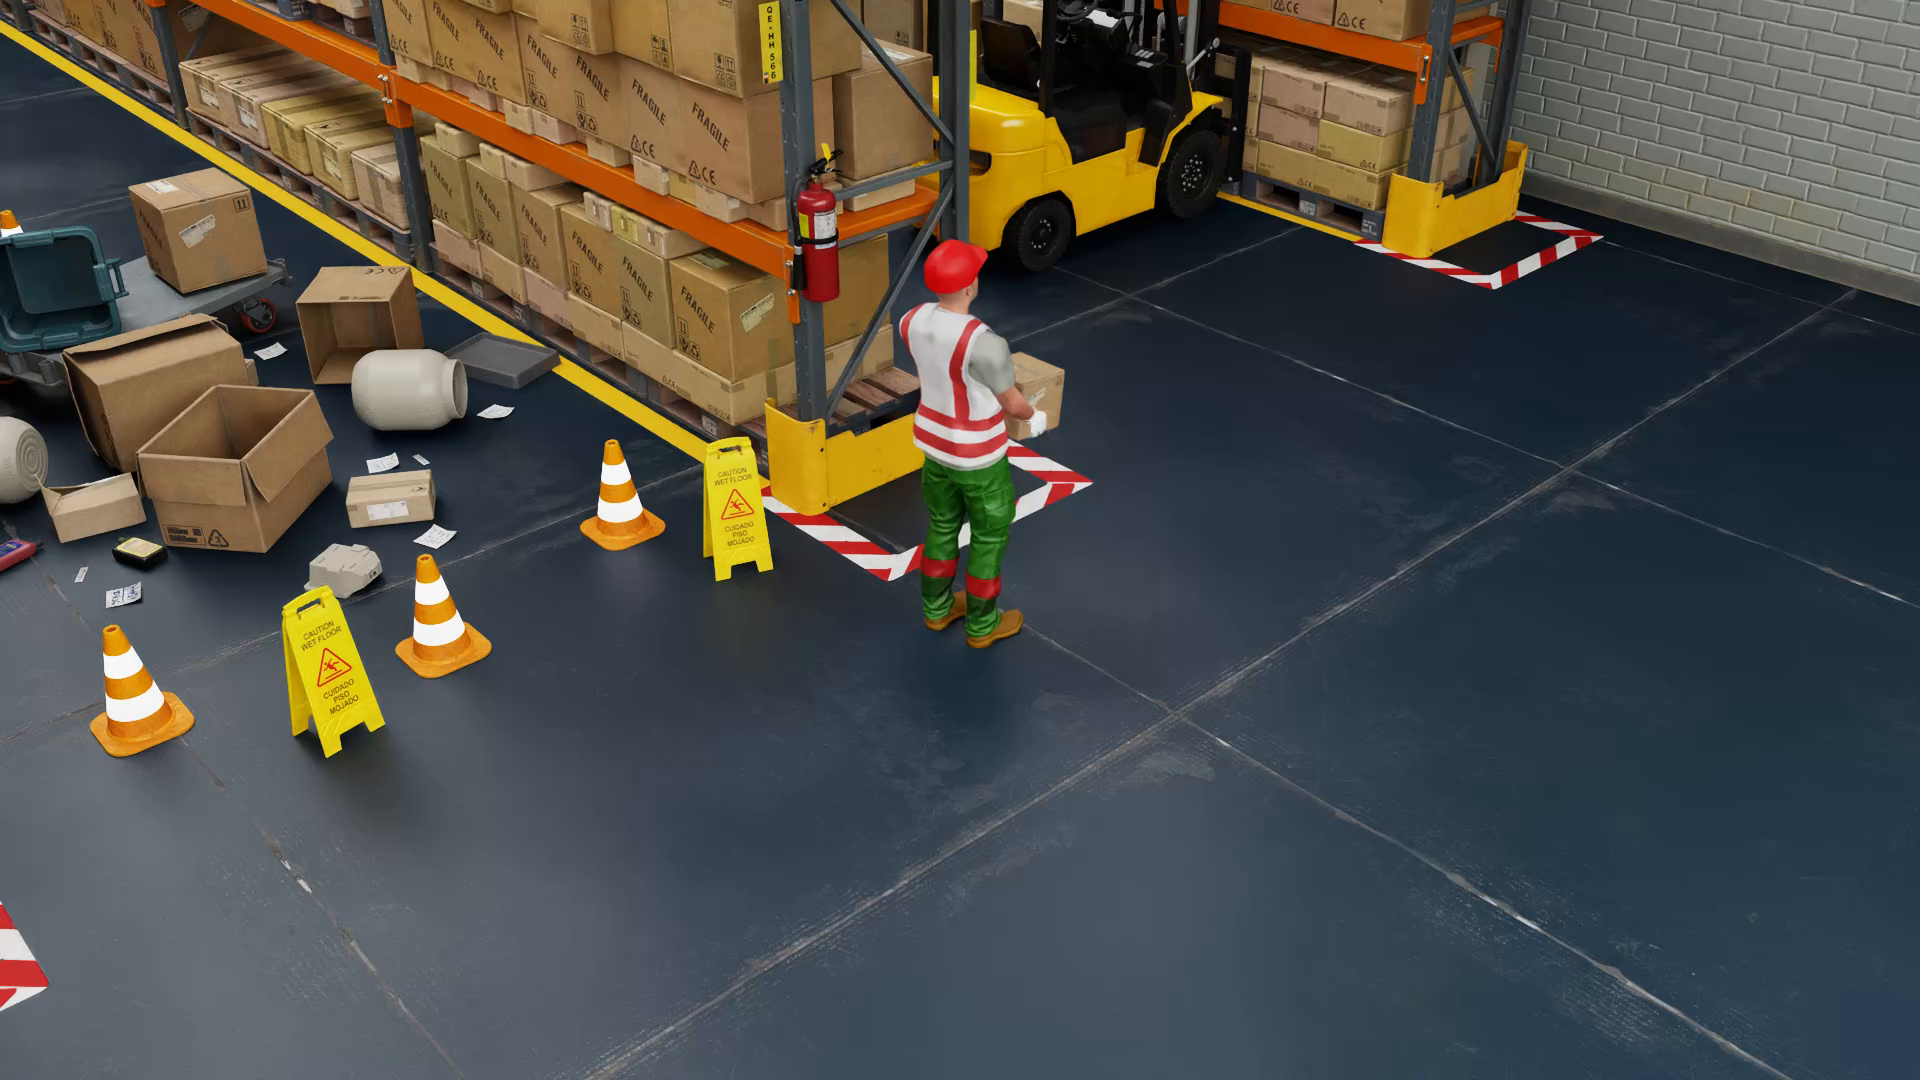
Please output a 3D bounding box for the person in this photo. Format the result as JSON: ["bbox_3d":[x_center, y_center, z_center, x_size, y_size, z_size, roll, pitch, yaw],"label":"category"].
[{"bbox_3d":[0.078,-0.410,6.781,0.511,1.790,0.559,27,40,36],"label":"person"}]
